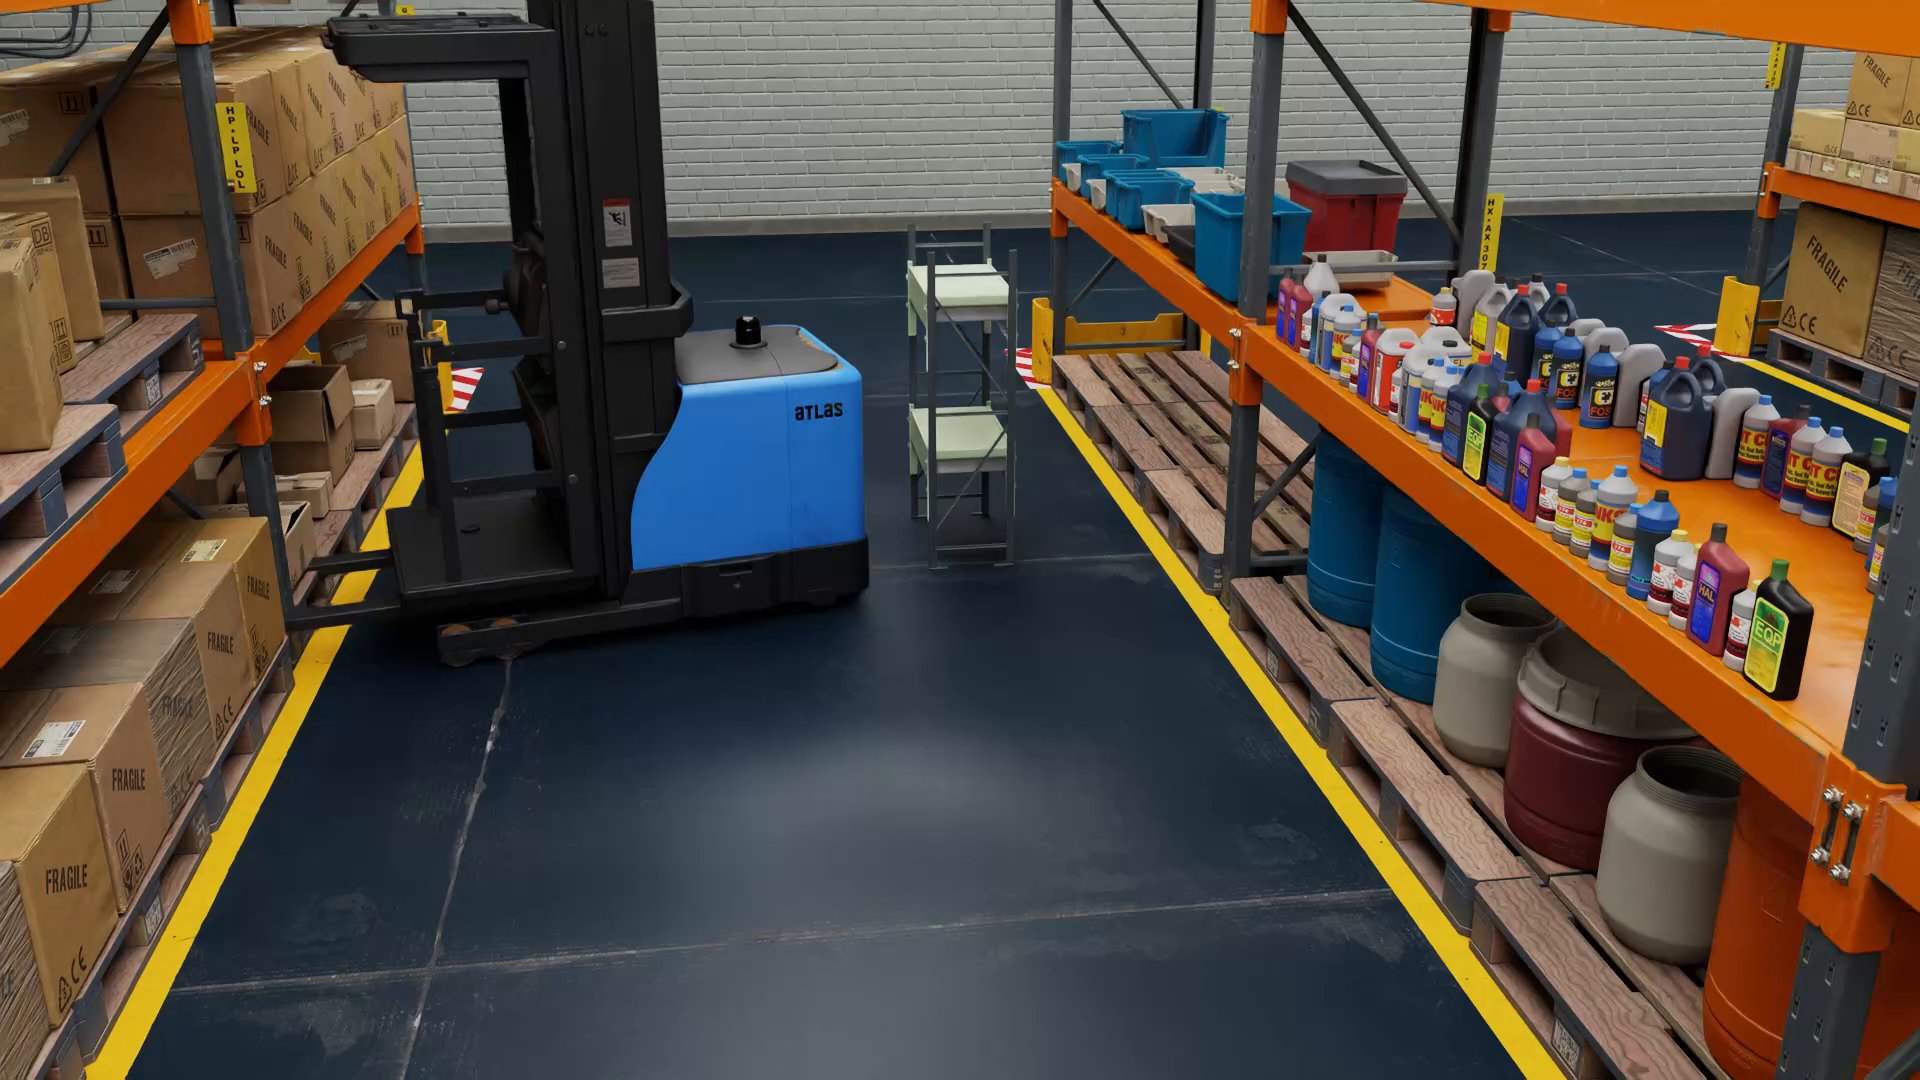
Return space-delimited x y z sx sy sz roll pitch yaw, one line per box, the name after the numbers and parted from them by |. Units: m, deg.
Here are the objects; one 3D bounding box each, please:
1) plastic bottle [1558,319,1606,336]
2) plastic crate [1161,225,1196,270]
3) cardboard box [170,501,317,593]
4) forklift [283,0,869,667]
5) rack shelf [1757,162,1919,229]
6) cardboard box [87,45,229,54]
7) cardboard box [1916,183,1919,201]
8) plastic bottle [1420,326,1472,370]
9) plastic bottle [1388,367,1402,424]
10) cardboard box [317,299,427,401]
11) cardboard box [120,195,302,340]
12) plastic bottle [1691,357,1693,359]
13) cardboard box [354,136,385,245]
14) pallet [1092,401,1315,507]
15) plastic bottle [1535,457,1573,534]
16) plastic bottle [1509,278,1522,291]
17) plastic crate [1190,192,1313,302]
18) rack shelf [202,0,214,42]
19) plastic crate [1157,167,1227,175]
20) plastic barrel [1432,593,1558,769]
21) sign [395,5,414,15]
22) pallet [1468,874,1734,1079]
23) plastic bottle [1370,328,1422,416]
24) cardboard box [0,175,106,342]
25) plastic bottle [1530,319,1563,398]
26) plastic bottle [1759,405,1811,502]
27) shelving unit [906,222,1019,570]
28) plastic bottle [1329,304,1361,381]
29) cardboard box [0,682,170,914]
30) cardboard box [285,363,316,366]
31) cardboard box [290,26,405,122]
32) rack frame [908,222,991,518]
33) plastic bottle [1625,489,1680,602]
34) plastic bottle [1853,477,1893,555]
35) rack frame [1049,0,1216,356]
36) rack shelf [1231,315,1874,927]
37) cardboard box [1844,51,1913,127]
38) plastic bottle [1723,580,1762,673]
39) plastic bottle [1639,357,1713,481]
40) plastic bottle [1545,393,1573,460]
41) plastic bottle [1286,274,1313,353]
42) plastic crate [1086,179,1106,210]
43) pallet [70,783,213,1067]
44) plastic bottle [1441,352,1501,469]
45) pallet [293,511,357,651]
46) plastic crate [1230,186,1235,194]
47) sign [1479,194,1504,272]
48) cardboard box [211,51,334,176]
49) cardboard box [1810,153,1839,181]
2.173 -0.650 5.848 0.152 0.276 0.135 -3 21 -8 | plastic bottle
1.244 -1.403 7.993 0.437 0.125 0.590 -3 21 -8 | plastic crate
-3.077 0.016 7.100 0.500 0.311 0.500 -3 21 -8 | cardboard box
-1.979 -1.063 6.872 3.031 2.935 1.130 -8 22 -20 | forklift
6.284 -1.735 9.603 1.077 0.370 4.000 -3 21 -8 | rack shelf
-3.780 -2.085 7.938 0.500 0.500 0.500 -3 21 -8 | cardboard box
5.908 -2.062 9.810 0.380 0.149 0.250 -3 21 -8 | cardboard box
1.645 -0.579 5.657 0.152 0.276 0.135 -3 21 -8 | plastic bottle
1.484 -0.495 5.539 0.097 0.201 0.097 0 20 0 | plastic bottle
-3.485 -1.125 9.886 0.500 0.500 0.500 -3 21 -8 | cardboard box
-3.035 -1.118 6.780 0.500 0.500 0.500 -2 21 -6 | cardboard box
2.305 -0.449 5.299 0.061 0.283 0.133 -3 21 -8 | plastic bottle
-3.329 -1.819 8.657 0.500 0.500 0.500 -3 21 -7 | cardboard box
1.348 -0.499 9.252 1.003 0.211 1.213 -3 21 -8 | pallet
1.637 -0.127 4.553 0.097 0.201 0.097 0 20 0 | plastic bottle
2.126 -0.877 6.444 0.061 0.283 0.133 -3 21 -8 | plastic bottle
1.266 -1.295 7.333 0.392 0.384 0.575 -3 21 -8 | plastic crate
-3.519 -2.642 7.744 1.077 0.370 4.000 -3 21 -8 | rack shelf
1.391 -2.146 9.966 0.396 0.136 0.243 -3 21 -8 | plastic crate
1.828 0.473 5.617 0.421 0.512 0.421 0 20 0 | plastic barrel
-3.256 -2.978 9.795 0.100 0.325 0.005 -3 21 -8 | sign
2.093 1.291 4.459 1.003 0.211 1.213 -3 21 -8 | pallet
1.494 -0.572 5.637 0.152 0.276 0.135 -3 21 -8 | plastic bottle
-3.384 -0.950 5.728 0.700 0.500 0.500 -10 23 -26 | cardboard box
2.052 -0.636 5.815 0.097 0.271 0.097 0 20 0 | plastic bottle
2.384 -0.259 4.789 0.061 0.283 0.133 -3 21 -8 | plastic bottle
0.001 -0.700 7.948 0.431 1.500 0.755 -3 21 -8 | shelving unit
1.403 -0.722 6.046 0.097 0.271 0.097 0 20 0 | plastic bottle
-2.666 0.761 4.835 0.500 0.500 0.500 -4 21 -10 | cardboard box
-3.938 -0.809 9.395 0.500 0.250 0.500 -3 21 -8 | cardboard box
-3.471 -2.641 9.429 0.500 0.500 0.500 -3 21 -8 | cardboard box
-0.052 -0.827 8.287 0.400 1.500 0.023 -3 21 -8 | rack frame
1.707 0.009 4.090 0.097 0.271 0.097 0 20 0 | plastic bottle
2.430 -0.066 4.389 0.097 0.201 0.097 0 20 0 | plastic bottle
1.095 -2.515 10.662 1.000 3.000 0.127 -3 21 -8 | rack frame
1.959 -0.100 5.226 1.077 0.370 4.000 -3 21 -8 | rack shelf
5.870 -2.832 10.229 0.500 0.500 0.500 -3 21 -9 | cardboard box
1.769 0.189 3.708 0.097 0.201 0.097 0 20 0 | plastic bottle
2.155 -0.369 4.988 0.144 0.351 0.185 -3 21 -8 | plastic bottle
1.719 -0.276 4.834 0.061 0.283 0.133 -3 21 -8 | plastic bottle
1.321 -0.880 6.453 0.061 0.283 0.133 -3 21 -8 | plastic bottle
0.866 -1.967 9.487 0.250 0.136 0.298 -3 21 -8 | plastic crate
-2.897 1.128 4.894 1.003 0.211 1.213 -3 21 -8 | pallet
1.575 -0.403 5.080 0.144 0.351 0.185 -3 21 -8 | plastic bottle
-3.329 0.187 7.413 1.003 0.211 1.213 -3 21 -8 | pallet
1.644 -1.766 8.812 0.416 0.233 0.300 -3 21 -8 | plastic crate
2.216 -1.287 6.978 0.100 0.325 0.005 -3 21 -8 | sign
-3.169 -1.930 7.526 0.500 0.500 0.500 -4 21 -9 | cardboard box
5.759 -2.419 10.764 0.380 0.149 0.250 -3 21 -9 | cardboard box
